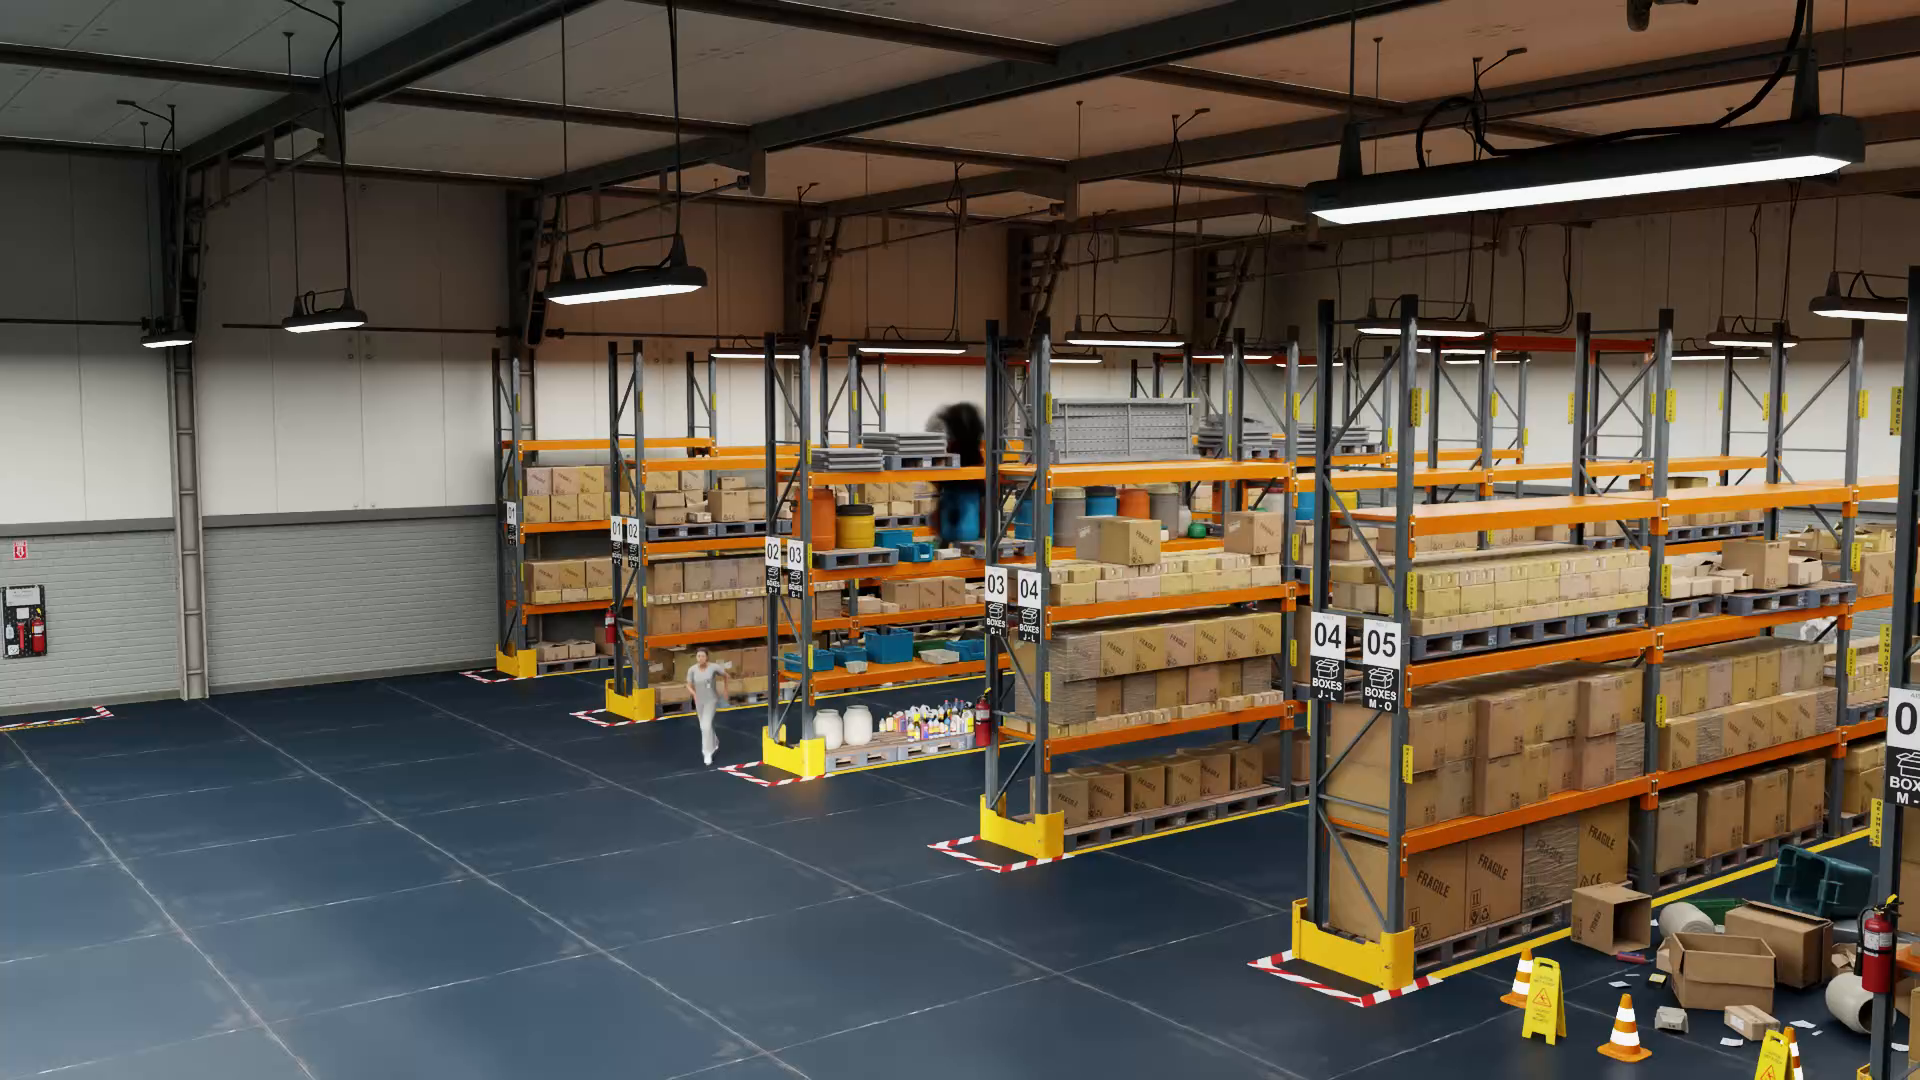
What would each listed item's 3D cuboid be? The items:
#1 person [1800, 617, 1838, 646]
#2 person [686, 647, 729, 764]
[{"bbox_3d":[14.561,1.854,28.039,0.657,1.664,0.893,0,5,4],"label":"person"},{"bbox_3d":[-3.547,2.300,23.451,0.506,1.644,0.855,1,5,16],"label":"person"}]
